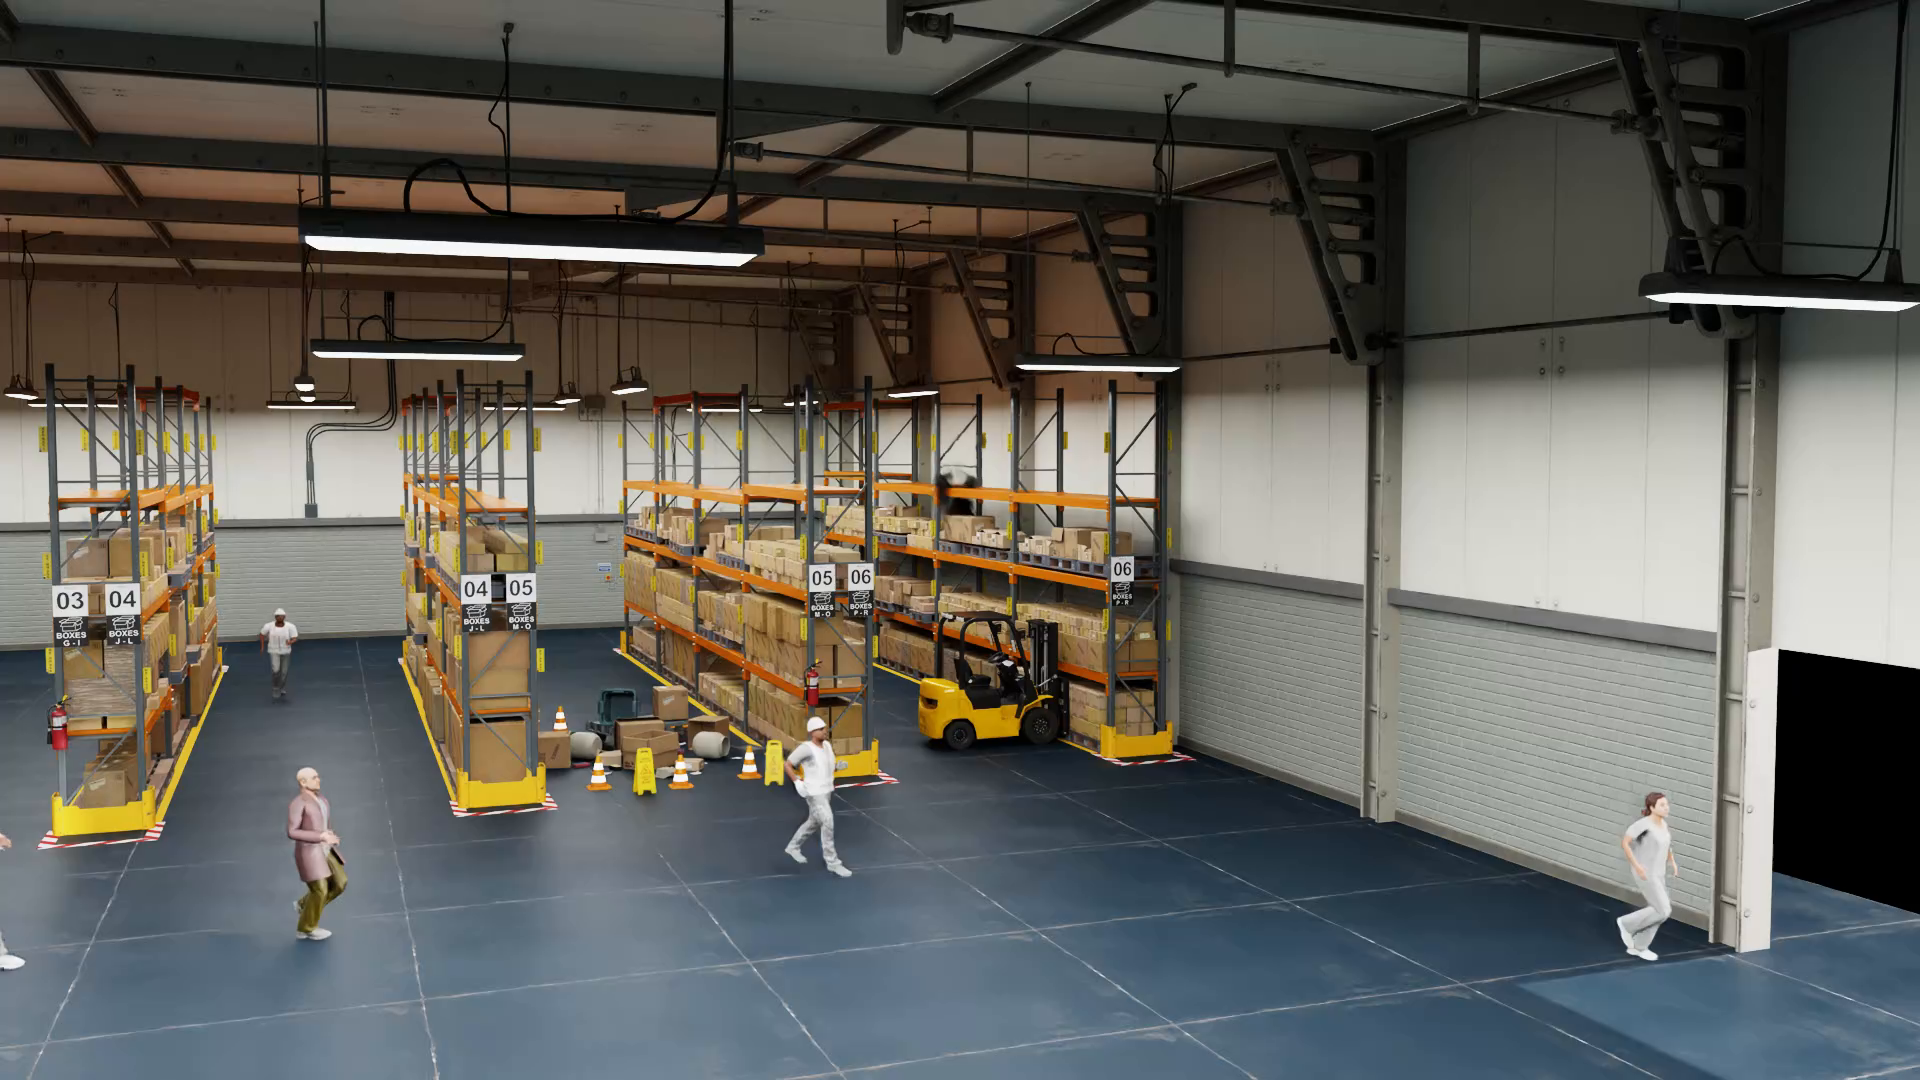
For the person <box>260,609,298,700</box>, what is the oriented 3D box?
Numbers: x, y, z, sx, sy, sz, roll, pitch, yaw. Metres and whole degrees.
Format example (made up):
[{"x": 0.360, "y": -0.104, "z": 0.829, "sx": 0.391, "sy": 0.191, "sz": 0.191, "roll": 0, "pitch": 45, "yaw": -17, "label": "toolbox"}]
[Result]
[{"x": -13.284, "y": 2.228, "z": 32.471, "sx": 0.669, "sy": 1.787, "sz": 0.808, "roll": -2, "pitch": 4, "yaw": -28, "label": "person"}]

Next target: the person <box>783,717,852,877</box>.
[{"x": -1.649, "y": 2.954, "z": 19.318, "sx": 0.942, "sy": 1.800, "sz": 0.673, "roll": 1, "pitch": 4, "yaw": 22, "label": "person"}]

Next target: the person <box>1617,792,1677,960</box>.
[{"x": 6.690, "y": 3.260, "z": 16.146, "sx": 0.603, "sy": 1.615, "sz": 0.530, "roll": -3, "pitch": 4, "yaw": -38, "label": "person"}]

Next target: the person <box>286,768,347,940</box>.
[{"x": -6.452, "y": 3.149, "z": 16.730, "sx": 0.634, "sy": 1.730, "sz": 0.702, "roll": 1, "pitch": 3, "yaw": 9, "label": "person"}]

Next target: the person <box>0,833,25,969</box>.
[{"x": -9.352, "y": 3.163, "z": 15.777, "sx": 0.961, "sy": 1.768, "sz": 0.715, "roll": 0, "pitch": 3, "yaw": 1, "label": "person"}]
